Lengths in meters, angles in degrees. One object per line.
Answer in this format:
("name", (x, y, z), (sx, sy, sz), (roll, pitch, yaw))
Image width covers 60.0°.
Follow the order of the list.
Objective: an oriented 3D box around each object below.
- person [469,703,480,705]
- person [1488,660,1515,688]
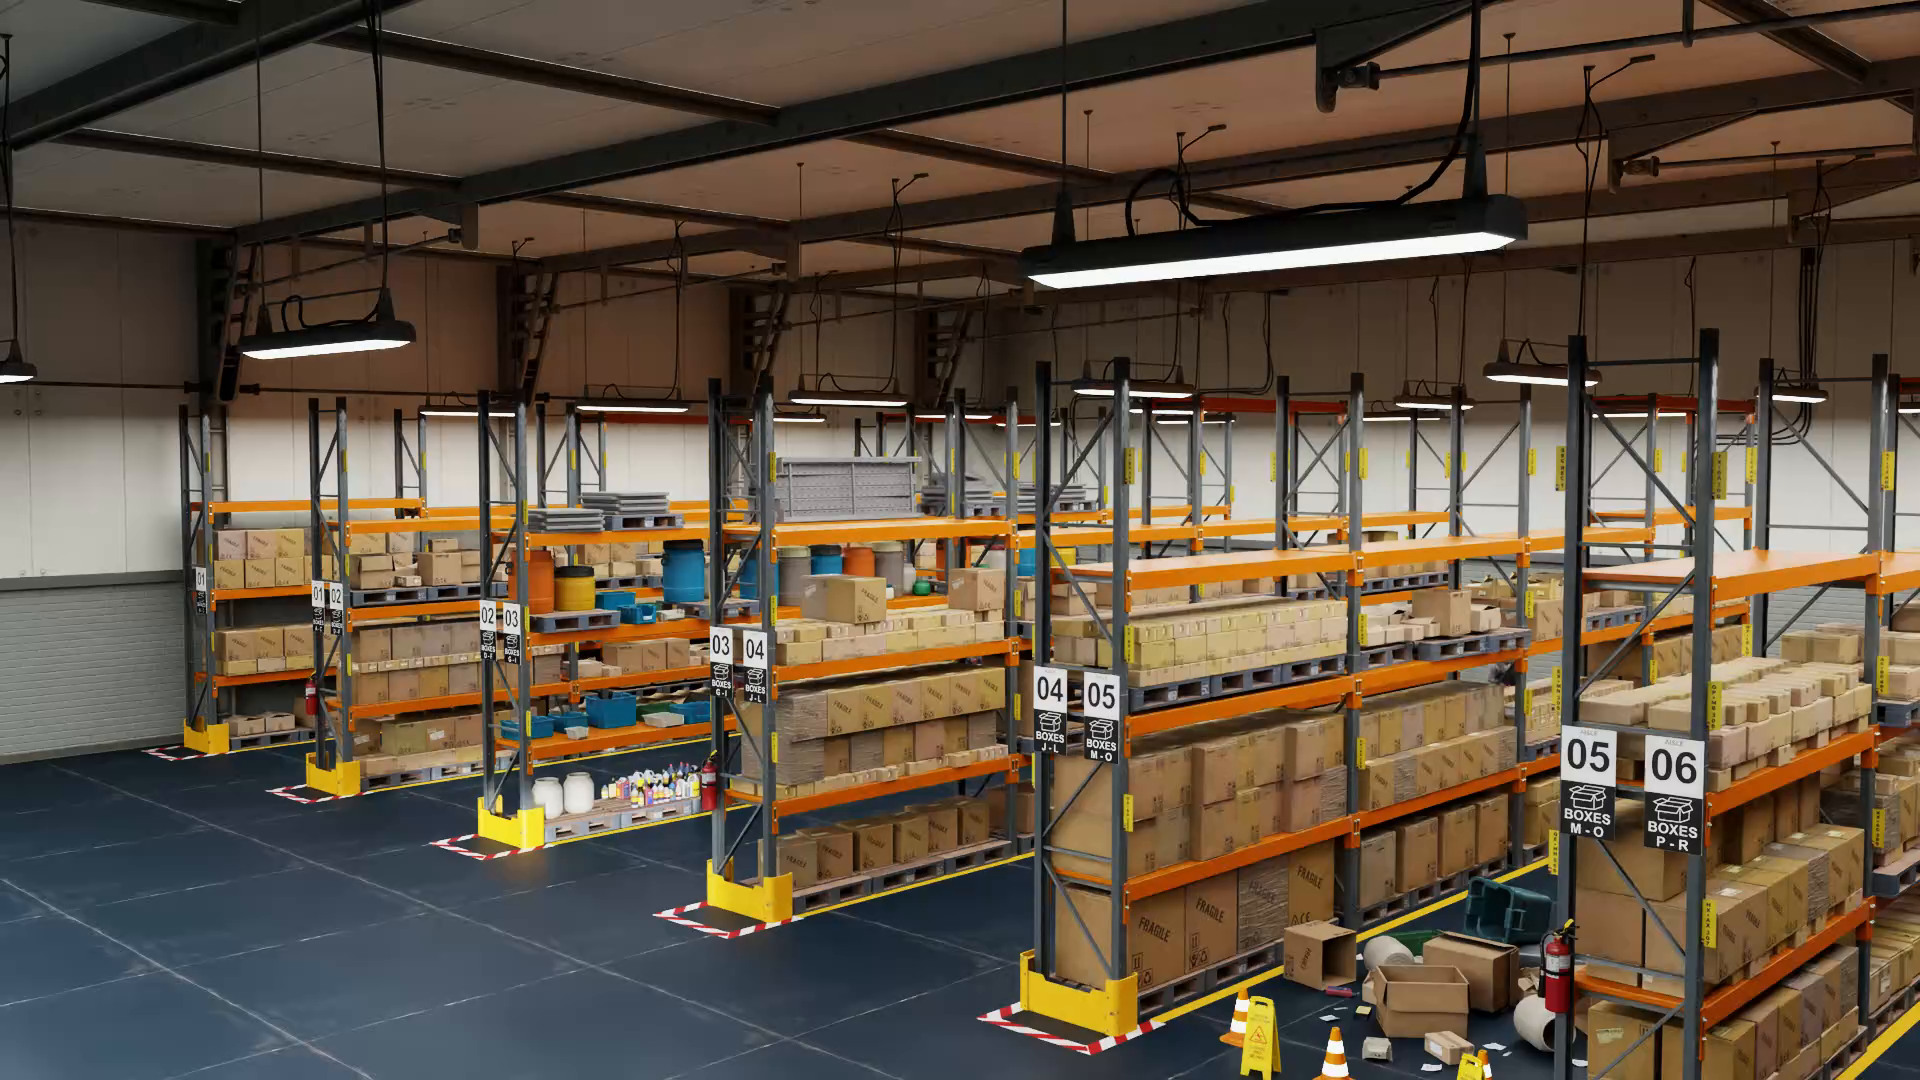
("person", (-8.544, 2.836, 29.314), (0.698, 1.552, 0.893), (1, 3, 17))
("person", (9.722, 2.763, 29.500), (0.683, 1.712, 0.856), (0, 3, 5))
